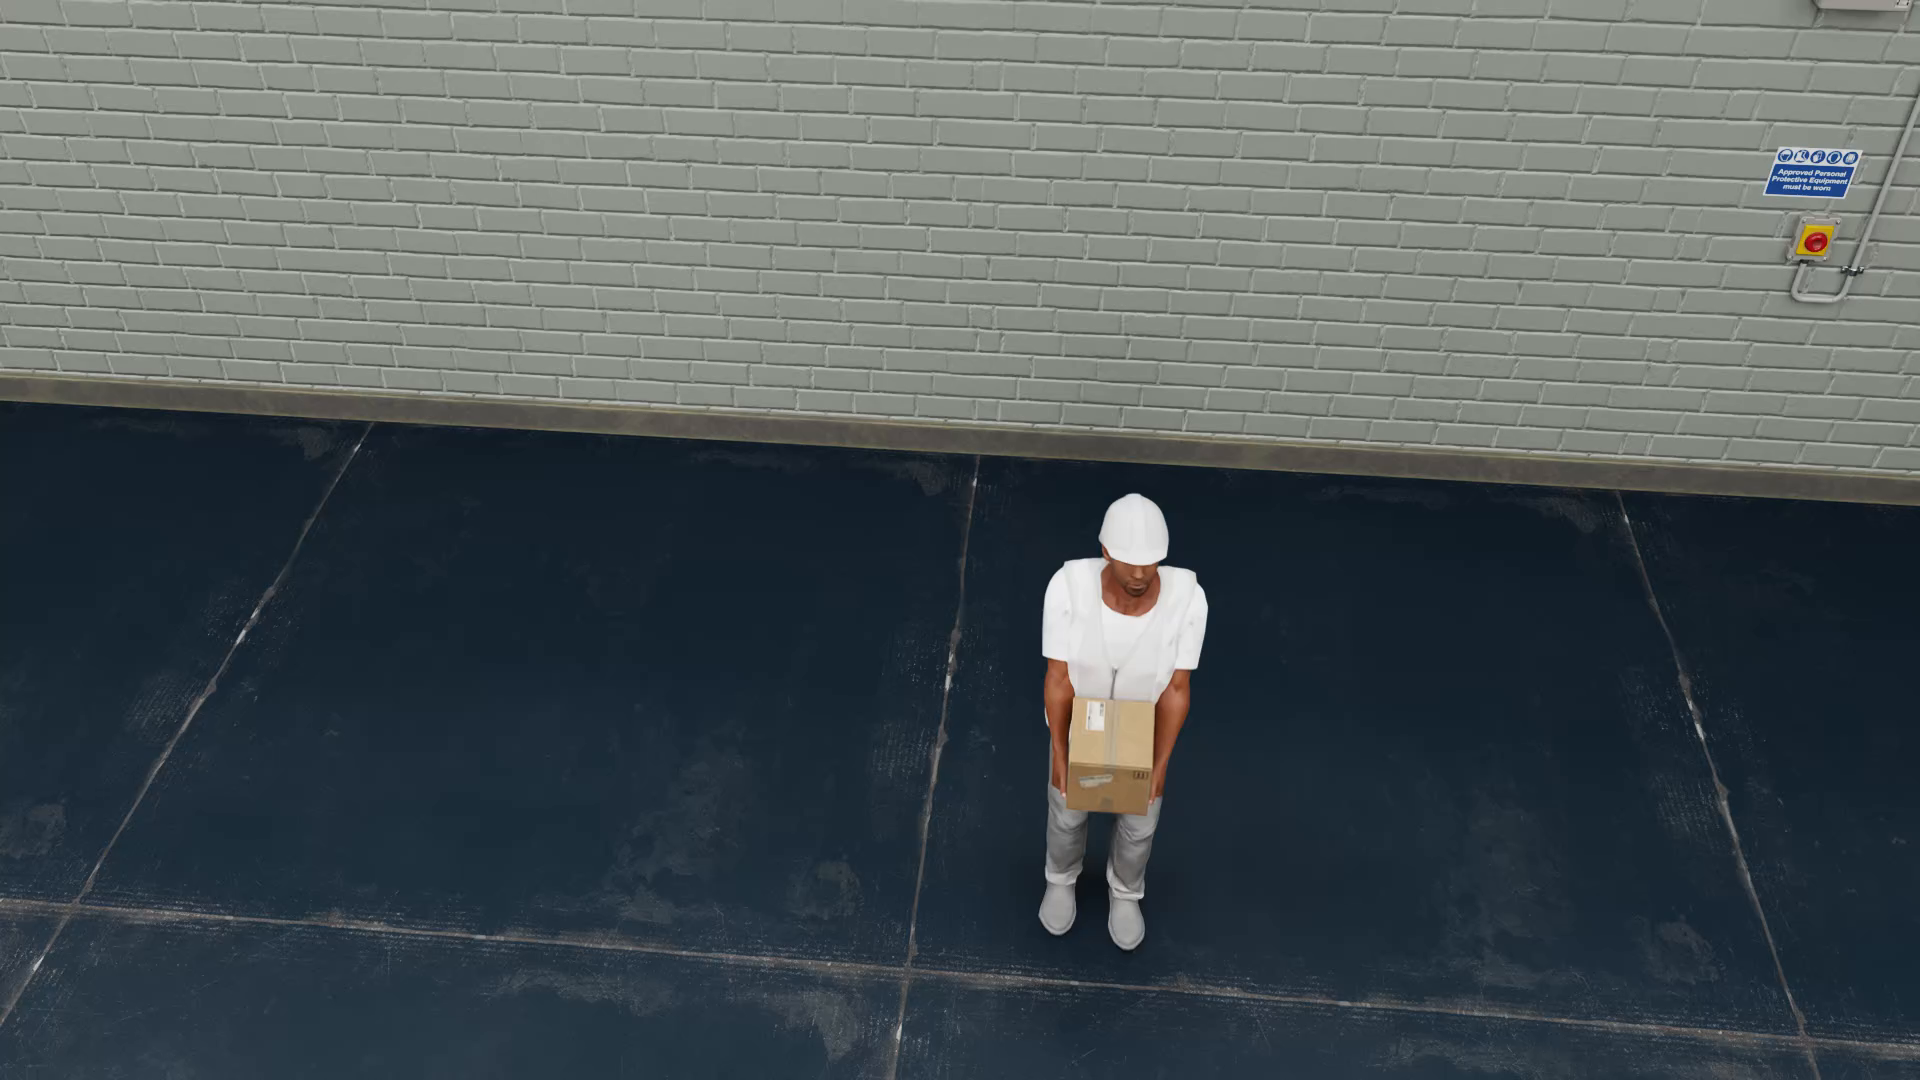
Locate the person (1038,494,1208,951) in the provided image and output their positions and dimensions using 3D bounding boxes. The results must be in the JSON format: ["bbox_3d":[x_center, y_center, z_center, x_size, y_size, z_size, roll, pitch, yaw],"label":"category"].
[{"bbox_3d":[0.496,0.666,5.343,0.504,1.760,0.585,4,40,5],"label":"person"}]
